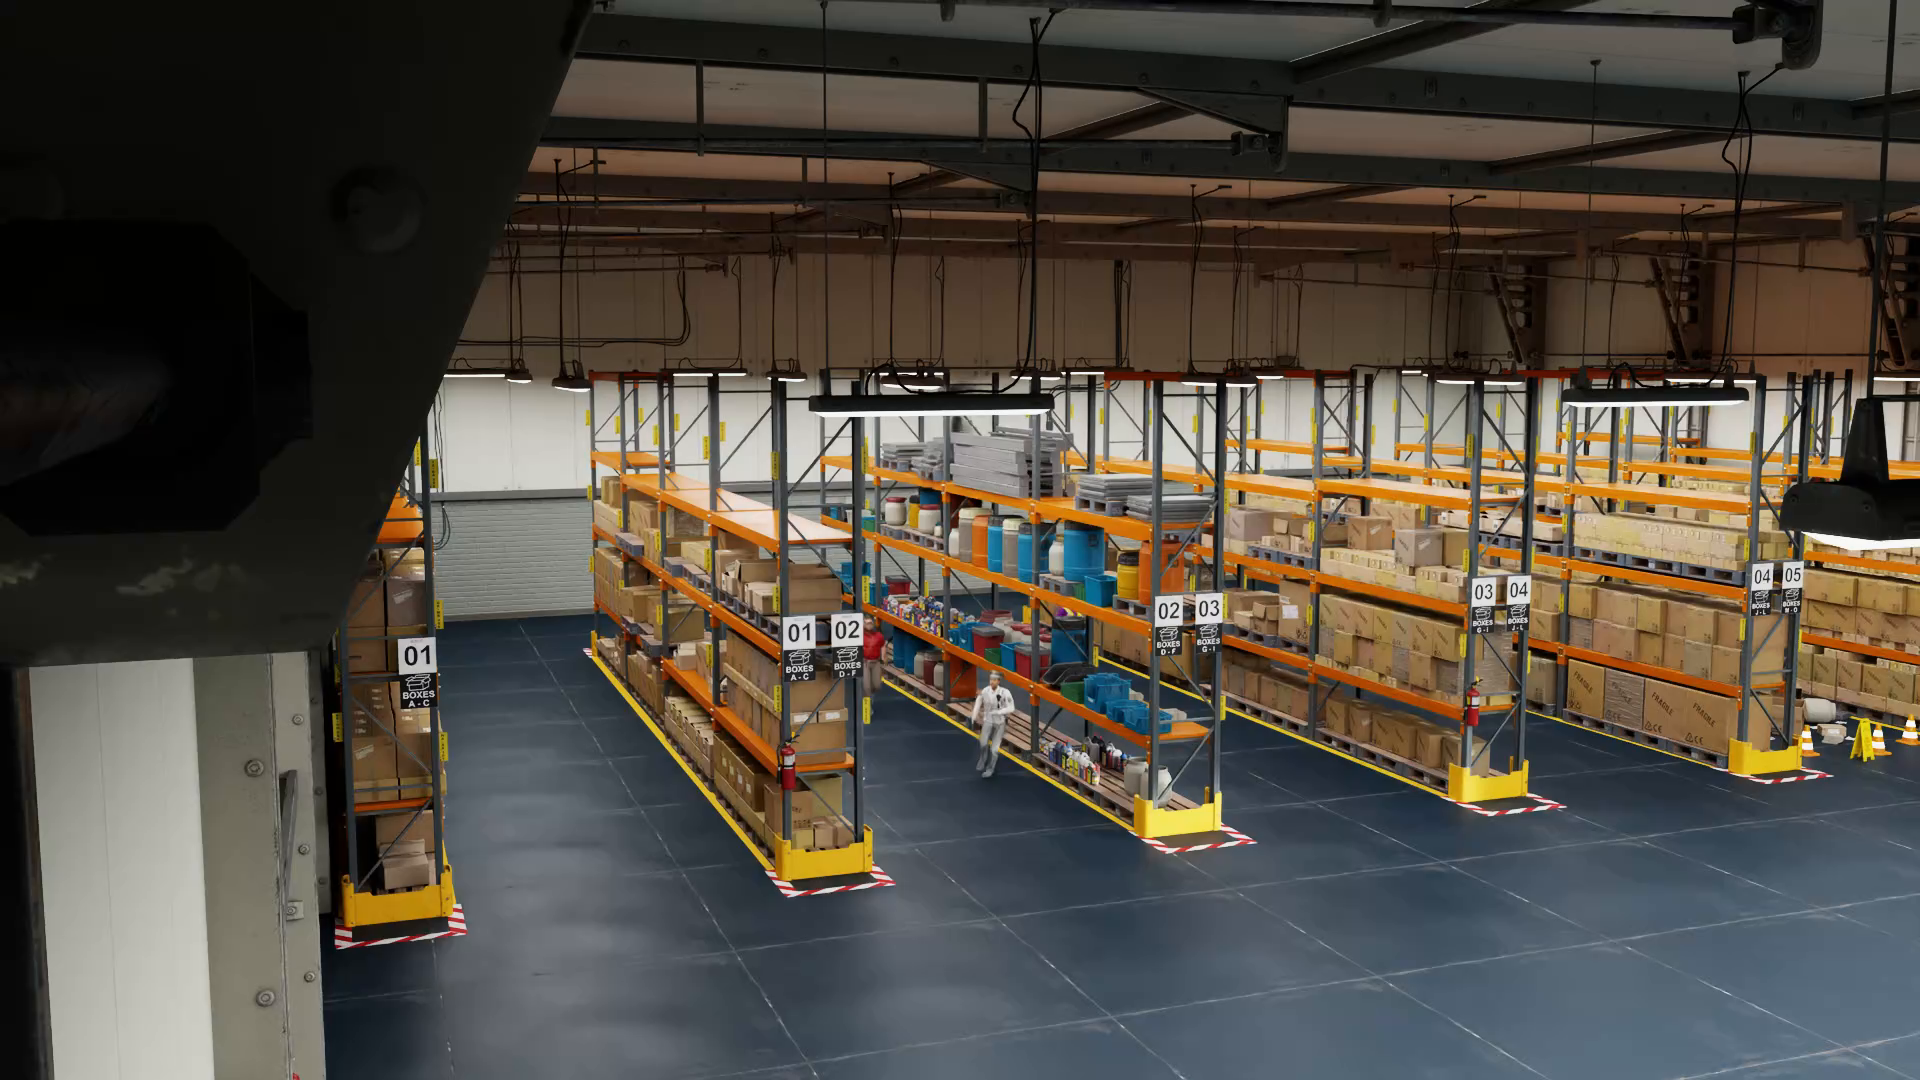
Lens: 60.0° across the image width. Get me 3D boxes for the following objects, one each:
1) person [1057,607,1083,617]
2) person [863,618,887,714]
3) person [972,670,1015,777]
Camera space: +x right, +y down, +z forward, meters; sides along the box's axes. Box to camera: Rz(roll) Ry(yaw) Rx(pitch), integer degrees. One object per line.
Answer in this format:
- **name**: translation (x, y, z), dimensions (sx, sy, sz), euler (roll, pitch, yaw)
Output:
- **person**: translation (2.157, 1.883, 32.313), dimensions (0.709, 1.765, 0.824), euler (-3, 7, -28)
- **person**: translation (-1.615, 2.223, 29.486), dimensions (0.665, 1.681, 0.587), euler (-2, 7, -15)
- **person**: translation (0.461, 2.748, 24.901), dimensions (0.634, 1.654, 0.580), euler (1, 6, 9)
